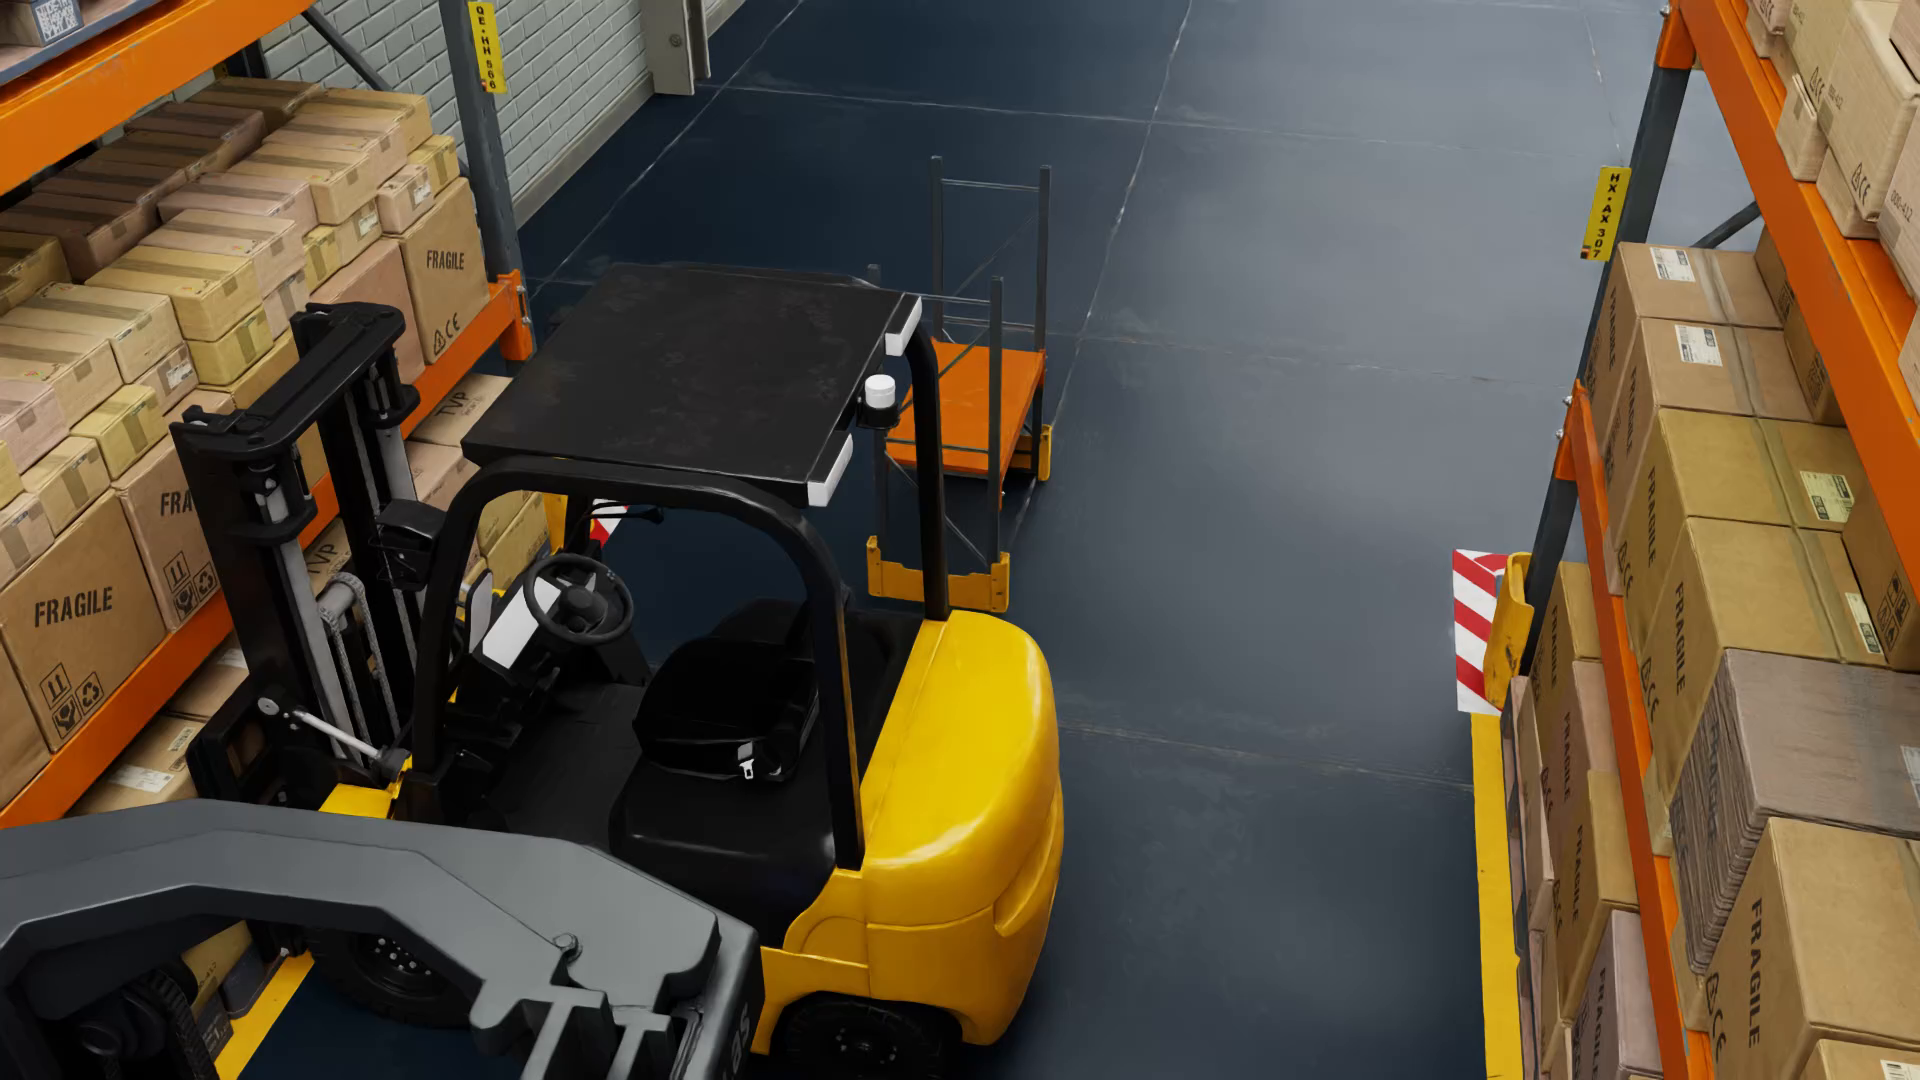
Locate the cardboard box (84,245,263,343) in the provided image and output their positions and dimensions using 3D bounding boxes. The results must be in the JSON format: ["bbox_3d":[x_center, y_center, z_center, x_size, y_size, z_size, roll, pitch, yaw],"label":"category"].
[{"bbox_3d":[-2.257,-0.711,4.783,0.380,0.149,0.250,8,37,11],"label":"cardboard box"}]

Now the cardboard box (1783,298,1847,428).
[{"bbox_3d":[2.627,-0.599,4.330,0.700,0.500,0.500,8,37,10],"label":"cardboard box"}]

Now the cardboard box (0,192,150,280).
[{"bbox_3d":[-2.723,-0.928,5.083,0.380,0.149,0.250,8,37,11],"label":"cardboard box"}]

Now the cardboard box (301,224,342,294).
[{"bbox_3d":[-2.217,-0.900,5.298,0.380,0.149,0.250,7,37,10],"label":"cardboard box"}]

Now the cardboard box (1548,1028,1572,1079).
[{"bbox_3d":[1.864,1.623,4.439,0.500,0.250,0.500,8,37,11],"label":"cardboard box"}]

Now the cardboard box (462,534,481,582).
[{"bbox_3d":[-2.128,0.082,6.140,0.500,0.250,0.500,7,37,10],"label":"cardboard box"}]

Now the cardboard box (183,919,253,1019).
[{"bbox_3d":[-2.452,1.148,5.095,0.500,0.250,0.500,8,37,11],"label":"cardboard box"}]

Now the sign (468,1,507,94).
[{"bbox_3d":[-1.685,-1.752,5.923,0.100,0.325,0.005,7,37,10],"label":"sign"}]

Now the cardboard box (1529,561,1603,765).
[{"bbox_3d":[2.191,0.438,5.436,0.500,0.500,0.500,6,36,8],"label":"cardboard box"}]

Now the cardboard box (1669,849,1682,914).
[{"bbox_3d":[1.852,0.804,3.799,0.380,0.149,0.250,7,36,9],"label":"cardboard box"}]

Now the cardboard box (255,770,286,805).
[{"bbox_3d":[-2.328,0.667,5.333,0.500,0.250,0.500,7,37,10],"label":"cardboard box"}]

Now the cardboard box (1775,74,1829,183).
[{"bbox_3d":[1.978,-0.865,3.546,0.380,0.149,0.250,8,37,10],"label":"cardboard box"}]

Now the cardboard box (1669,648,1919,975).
[{"bbox_3d":[1.845,0.609,3.515,0.500,0.500,0.500,8,37,11],"label":"cardboard box"}]

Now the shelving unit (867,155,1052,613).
[{"bbox_3d":[0.016,-0.651,6.870,0.587,1.500,1.083,7,37,10],"label":"shelving unit"}]

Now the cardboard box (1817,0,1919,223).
[{"bbox_3d":[1.938,-0.784,3.095,0.500,0.250,0.500,8,37,11],"label":"cardboard box"}]

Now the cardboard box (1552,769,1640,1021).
[{"bbox_3d":[1.968,1.025,4.626,0.500,0.500,0.500,8,37,11],"label":"cardboard box"}]

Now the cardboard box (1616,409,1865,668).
[{"bbox_3d":[2.051,0.022,4.324,0.500,0.500,0.500,7,36,9],"label":"cardboard box"}]

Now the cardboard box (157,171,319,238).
[{"bbox_3d":[-2.260,-1.023,5.214,0.380,0.149,0.250,8,37,10],"label":"cardboard box"}]

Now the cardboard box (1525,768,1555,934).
[{"bbox_3d":[2.079,1.020,5.272,0.500,0.250,0.500,9,37,12],"label":"cardboard box"}]

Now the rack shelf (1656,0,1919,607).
[{"bbox_3d":[2.211,-0.420,3.330,1.077,0.370,4.000,7,37,10],"label":"rack shelf"}]

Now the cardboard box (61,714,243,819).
[{"bbox_3d":[-2.442,0.752,4.790,0.500,0.250,0.500,9,37,12],"label":"cardboard box"}]

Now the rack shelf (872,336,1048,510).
[{"bbox_3d":[0.018,-0.511,6.983,0.538,0.185,1.000,7,37,10],"label":"rack shelf"}]

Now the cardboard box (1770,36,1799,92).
[{"bbox_3d":[2.162,-1.152,3.941,0.380,0.149,0.250,7,37,10],"label":"cardboard box"}]

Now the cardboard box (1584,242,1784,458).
[{"bbox_3d":[2.266,-0.567,5.138,0.500,0.500,0.500,7,36,9],"label":"cardboard box"}]

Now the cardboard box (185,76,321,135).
[{"bbox_3d":[-2.492,-1.521,5.901,0.380,0.149,0.250,7,36,9],"label":"cardboard box"}]

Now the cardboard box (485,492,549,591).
[{"bbox_3d":[-2.004,-0.011,6.694,0.500,0.250,0.500,8,37,10],"label":"cardboard box"}]

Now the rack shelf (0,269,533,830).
[{"bbox_3d":[-2.639,0.175,5.066,1.077,0.370,4.000,7,37,10],"label":"rack shelf"}]

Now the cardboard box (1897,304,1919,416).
[{"bbox_3d":[1.787,-0.270,2.725,0.380,0.149,0.250,8,37,11],"label":"cardboard box"}]

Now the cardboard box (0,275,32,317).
[{"bbox_3d":[-2.851,-0.638,4.682,0.380,0.149,0.250,7,37,10],"label":"cardboard box"}]

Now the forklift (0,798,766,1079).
[{"bbox_3d":[-0.793,1.894,2.139,1.130,2.935,3.031,5,36,7],"label":"forklift"}]

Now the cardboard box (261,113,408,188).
[{"bbox_3d":[-2.105,-1.310,5.609,0.380,0.149,0.250,7,37,10],"label":"cardboard box"}]

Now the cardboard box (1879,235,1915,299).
[{"bbox_3d":[1.976,-0.556,3.119,0.380,0.149,0.250,7,37,10],"label":"cardboard box"}]

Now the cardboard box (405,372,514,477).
[{"bbox_3d":[-2.006,-0.422,6.409,0.500,0.250,0.500,8,37,12],"label":"cardboard box"}]

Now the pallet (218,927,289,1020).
[{"bbox_3d":[-2.597,1.007,5.681,1.003,0.211,1.213,7,37,10],"label":"pallet"}]

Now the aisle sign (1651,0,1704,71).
[{"bbox_3d":[2.348,-1.770,4.921,0.394,0.787,0.004,7,37,10],"label":"aisle sign"}]

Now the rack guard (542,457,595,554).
[{"bbox_3d":[-2.207,-0.265,7.189,1.175,0.500,0.348,7,37,10],"label":"rack guard"}]

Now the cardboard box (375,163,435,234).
[{"bbox_3d":[-2.038,-1.182,5.687,0.380,0.149,0.250,8,37,11],"label":"cardboard box"}]

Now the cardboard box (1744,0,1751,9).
[{"bbox_3d":[2.281,-1.445,4.345,0.380,0.149,0.250,6,36,8],"label":"cardboard box"}]

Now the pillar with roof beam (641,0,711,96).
[{"bbox_3d":[2.246,-6.306,8.283,9.100,9.000,0.400,7,37,10],"label":"pillar with roof beam"}]

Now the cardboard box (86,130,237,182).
[{"bbox_3d":[-2.624,-1.222,5.488,0.380,0.149,0.250,8,37,11],"label":"cardboard box"}]

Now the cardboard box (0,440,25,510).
[{"bbox_3d":[-2.511,-0.134,3.988,0.380,0.149,0.250,7,36,9],"label":"cardboard box"}]

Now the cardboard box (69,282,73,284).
[{"bbox_3d":[-2.882,-0.676,4.989,0.380,0.149,0.250,9,37,12],"label":"cardboard box"}]

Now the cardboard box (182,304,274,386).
[{"bbox_3d":[-2.262,-0.594,4.875,0.380,0.149,0.250,8,37,10],"label":"cardboard box"}]

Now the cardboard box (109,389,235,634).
[{"bbox_3d":[-2.386,-0.109,4.759,0.500,0.500,0.500,8,37,10],"label":"cardboard box"}]

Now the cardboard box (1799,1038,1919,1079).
[{"bbox_3d":[1.636,1.203,2.695,0.500,0.500,0.500,6,36,9],"label":"cardboard box"}]

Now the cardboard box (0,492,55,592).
[{"bbox_3d":[-2.476,-0.007,4.065,0.380,0.149,0.250,7,37,9],"label":"cardboard box"}]

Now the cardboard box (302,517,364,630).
[{"bbox_3d":[-2.207,0.162,5.603,0.500,0.250,0.500,8,37,11],"label":"cardboard box"}]

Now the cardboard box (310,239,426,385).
[{"bbox_3d":[-2.180,-0.692,5.564,0.500,0.500,0.500,8,37,11],"label":"cardboard box"}]

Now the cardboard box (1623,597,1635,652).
[{"bbox_3d":[2.066,0.208,4.621,0.380,0.149,0.250,8,37,11],"label":"cardboard box"}]

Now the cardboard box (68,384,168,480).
[{"bbox_3d":[-2.392,-0.307,4.479,0.380,0.149,0.250,7,36,9],"label":"cardboard box"}]

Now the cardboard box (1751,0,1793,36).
[{"bbox_3d":[2.153,-1.375,3.909,0.500,0.250,0.500,7,36,9],"label":"cardboard box"}]

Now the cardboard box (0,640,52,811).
[{"bbox_3d":[-2.621,0.467,3.964,0.500,0.500,0.500,8,37,11],"label":"cardboard box"}]

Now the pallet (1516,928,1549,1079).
[{"bbox_3d":[2.151,1.688,4.741,1.003,0.211,1.213,7,37,10],"label":"pallet"}]

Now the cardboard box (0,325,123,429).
[{"bbox_3d":[-2.475,-0.433,4.399,0.380,0.149,0.250,7,37,10],"label":"cardboard box"}]

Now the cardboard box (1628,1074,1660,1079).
[{"bbox_3d":[1.755,1.625,3.798,0.500,0.500,0.500,8,37,11],"label":"cardboard box"}]

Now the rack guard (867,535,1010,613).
[{"bbox_3d":[-0.090,0.141,6.843,0.587,0.250,0.087,7,37,10],"label":"rack guard"}]

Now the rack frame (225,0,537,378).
[{"bbox_3d":[-2.212,-1.263,6.437,1.000,3.000,0.127,7,37,10],"label":"rack frame"}]

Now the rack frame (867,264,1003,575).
[{"bbox_3d":[-0.090,-0.365,6.475,0.500,1.500,0.032,7,37,10],"label":"rack frame"}]
